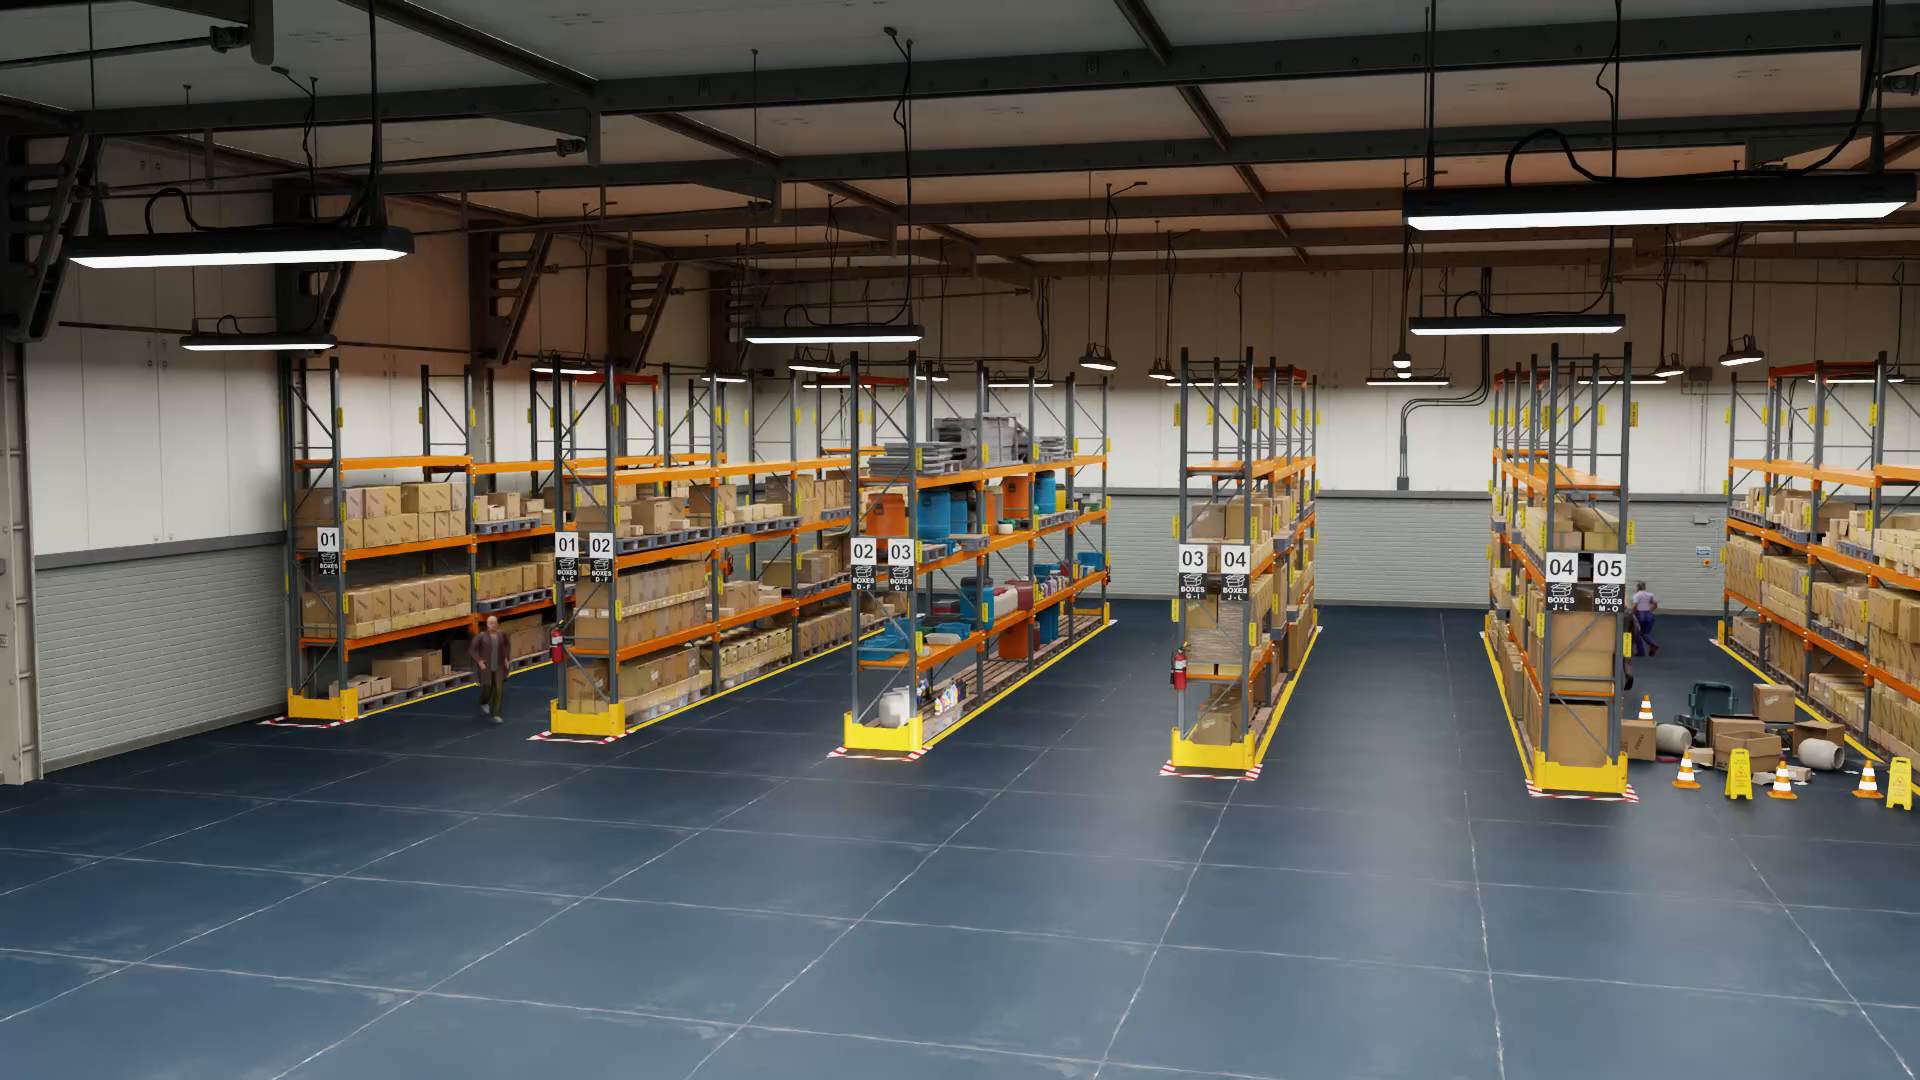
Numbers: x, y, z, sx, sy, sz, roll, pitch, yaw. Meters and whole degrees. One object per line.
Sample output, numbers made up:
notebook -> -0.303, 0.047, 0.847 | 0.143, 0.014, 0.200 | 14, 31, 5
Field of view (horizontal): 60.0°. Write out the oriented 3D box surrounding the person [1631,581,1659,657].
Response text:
person -> 14.336, 1.669, 34.796 | 0.607, 1.594, 0.637 | -1, 4, -10

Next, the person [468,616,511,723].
person -> -7.749, 2.116, 27.446 | 0.729, 1.744, 0.920 | -2, 5, -30

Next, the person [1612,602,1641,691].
person -> 12.132, 1.946, 30.424 | 0.654, 1.673, 0.757 | 1, 4, 9

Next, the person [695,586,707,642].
person -> -5.463, 1.591, 34.546 | 0.655, 1.812, 0.832 | 2, 5, 22
